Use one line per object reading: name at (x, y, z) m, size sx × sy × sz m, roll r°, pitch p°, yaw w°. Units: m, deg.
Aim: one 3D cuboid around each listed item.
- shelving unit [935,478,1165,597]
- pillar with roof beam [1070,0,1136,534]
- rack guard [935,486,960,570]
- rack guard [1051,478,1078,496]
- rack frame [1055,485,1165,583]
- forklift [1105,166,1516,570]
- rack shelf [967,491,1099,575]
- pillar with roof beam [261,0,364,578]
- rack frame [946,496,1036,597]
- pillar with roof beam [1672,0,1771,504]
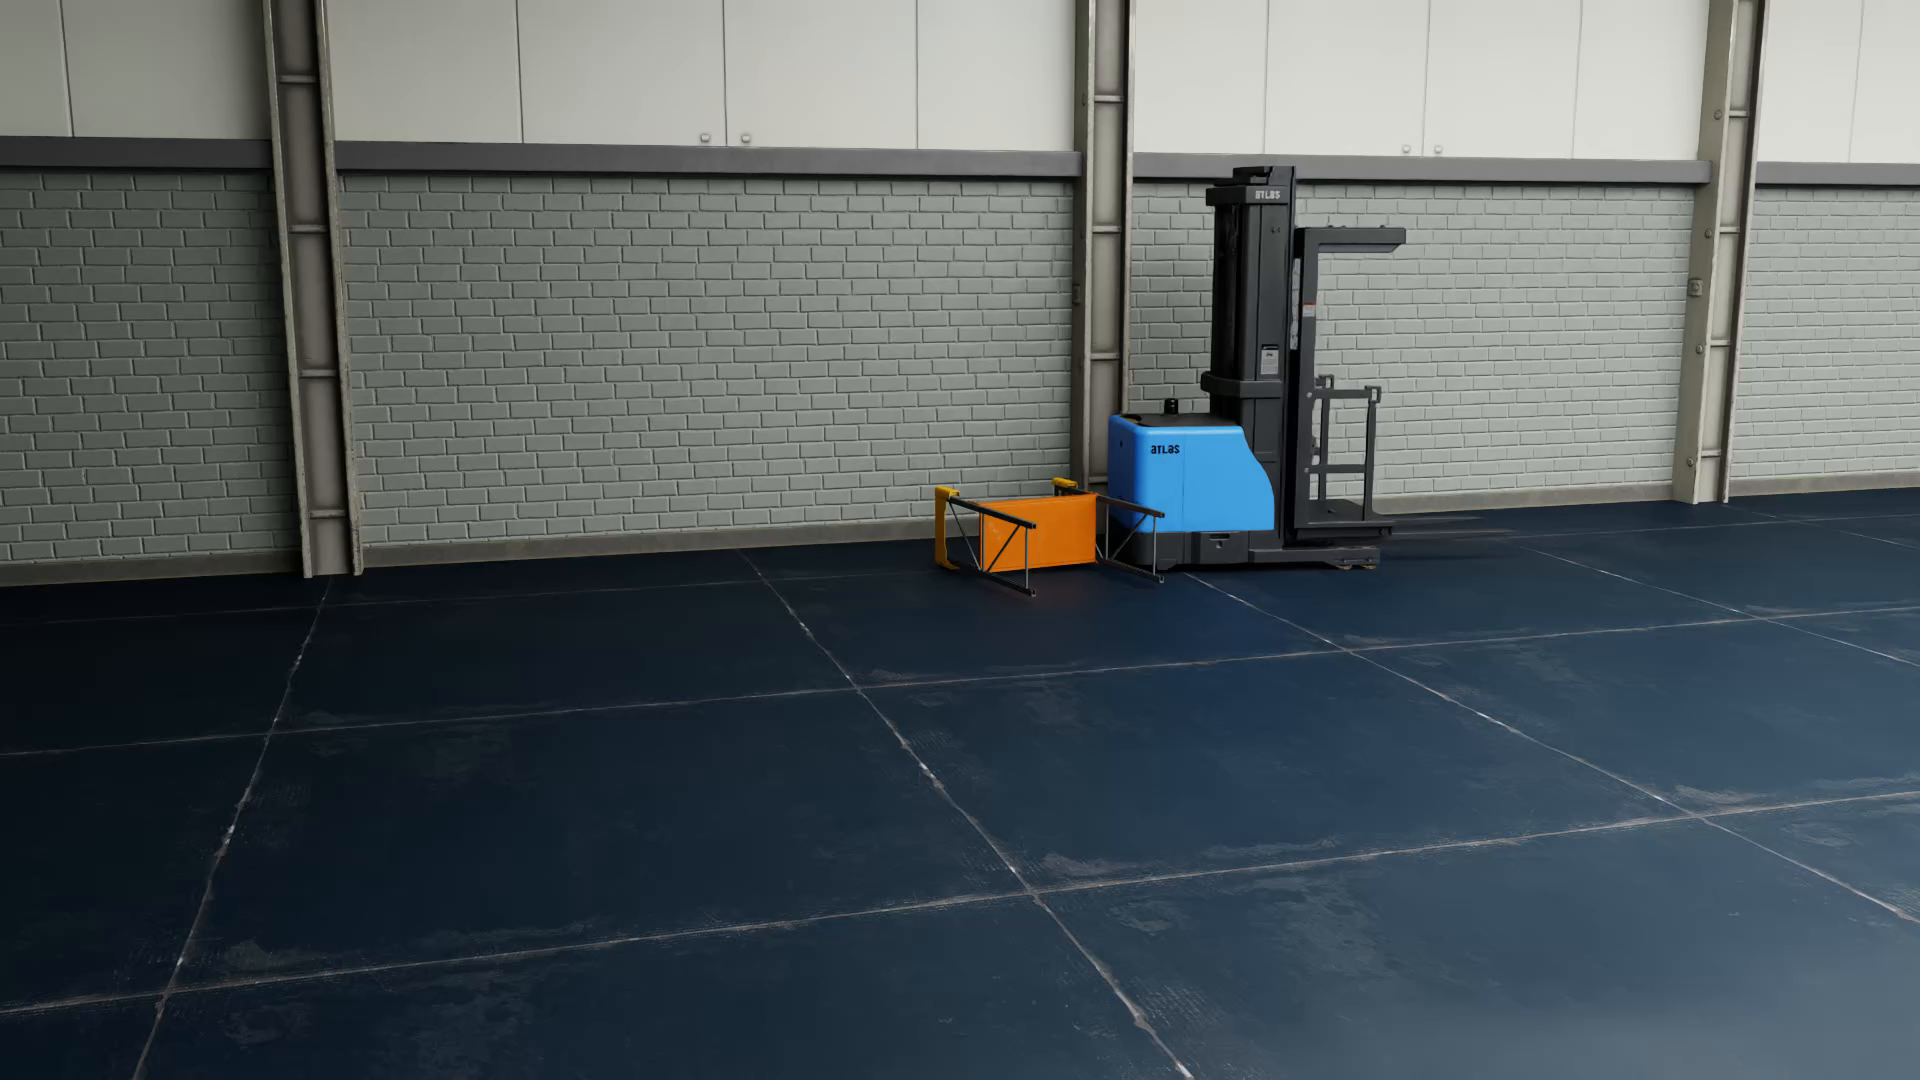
shelving unit at (0.628, -0.029, 12.013) m, size 1.083 × 0.587 × 1.500 m, roll -5°, pitch 12°, yaw -26°
pillar with roof beam at (2.353, -3.742, 9.017) m, size 0.400 × 9.000 × 9.100 m, roll -3°, pitch 11°, yaw -16°
rack guard at (-0.094, -0.091, 12.348) m, size 0.087 × 0.587 × 0.250 m, roll -5°, pitch 12°, yaw -26°
rack guard at (0.799, -0.171, 12.780) m, size 0.087 × 0.587 × 0.250 m, roll -5°, pitch 12°, yaw -26°
rack frame at (1.076, -0.069, 12.229) m, size 0.032 × 0.500 × 1.500 m, roll -5°, pitch 12°, yaw -26°
forklift at (2.695, -1.314, 12.589) m, size 3.031 × 2.935 × 1.130 m, roll -1°, pitch 11°, yaw -7°
rack shelf at (0.541, -0.058, 12.168) m, size 1.000 × 0.538 × 0.185 m, roll -5°, pitch 12°, yaw -26°
pillar with roof beam at (-3.408, -3.438, 7.368) m, size 0.400 × 9.000 × 9.100 m, roll -3°, pitch 11°, yaw -16°
rack frame at (0.164, 0.012, 11.788) m, size 0.032 × 0.500 × 1.500 m, roll -5°, pitch 12°, yaw -26°
pillar with roof beam at (8.114, -4.045, 10.667) m, size 0.400 × 9.000 × 9.100 m, roll -3°, pitch 11°, yaw -16°
